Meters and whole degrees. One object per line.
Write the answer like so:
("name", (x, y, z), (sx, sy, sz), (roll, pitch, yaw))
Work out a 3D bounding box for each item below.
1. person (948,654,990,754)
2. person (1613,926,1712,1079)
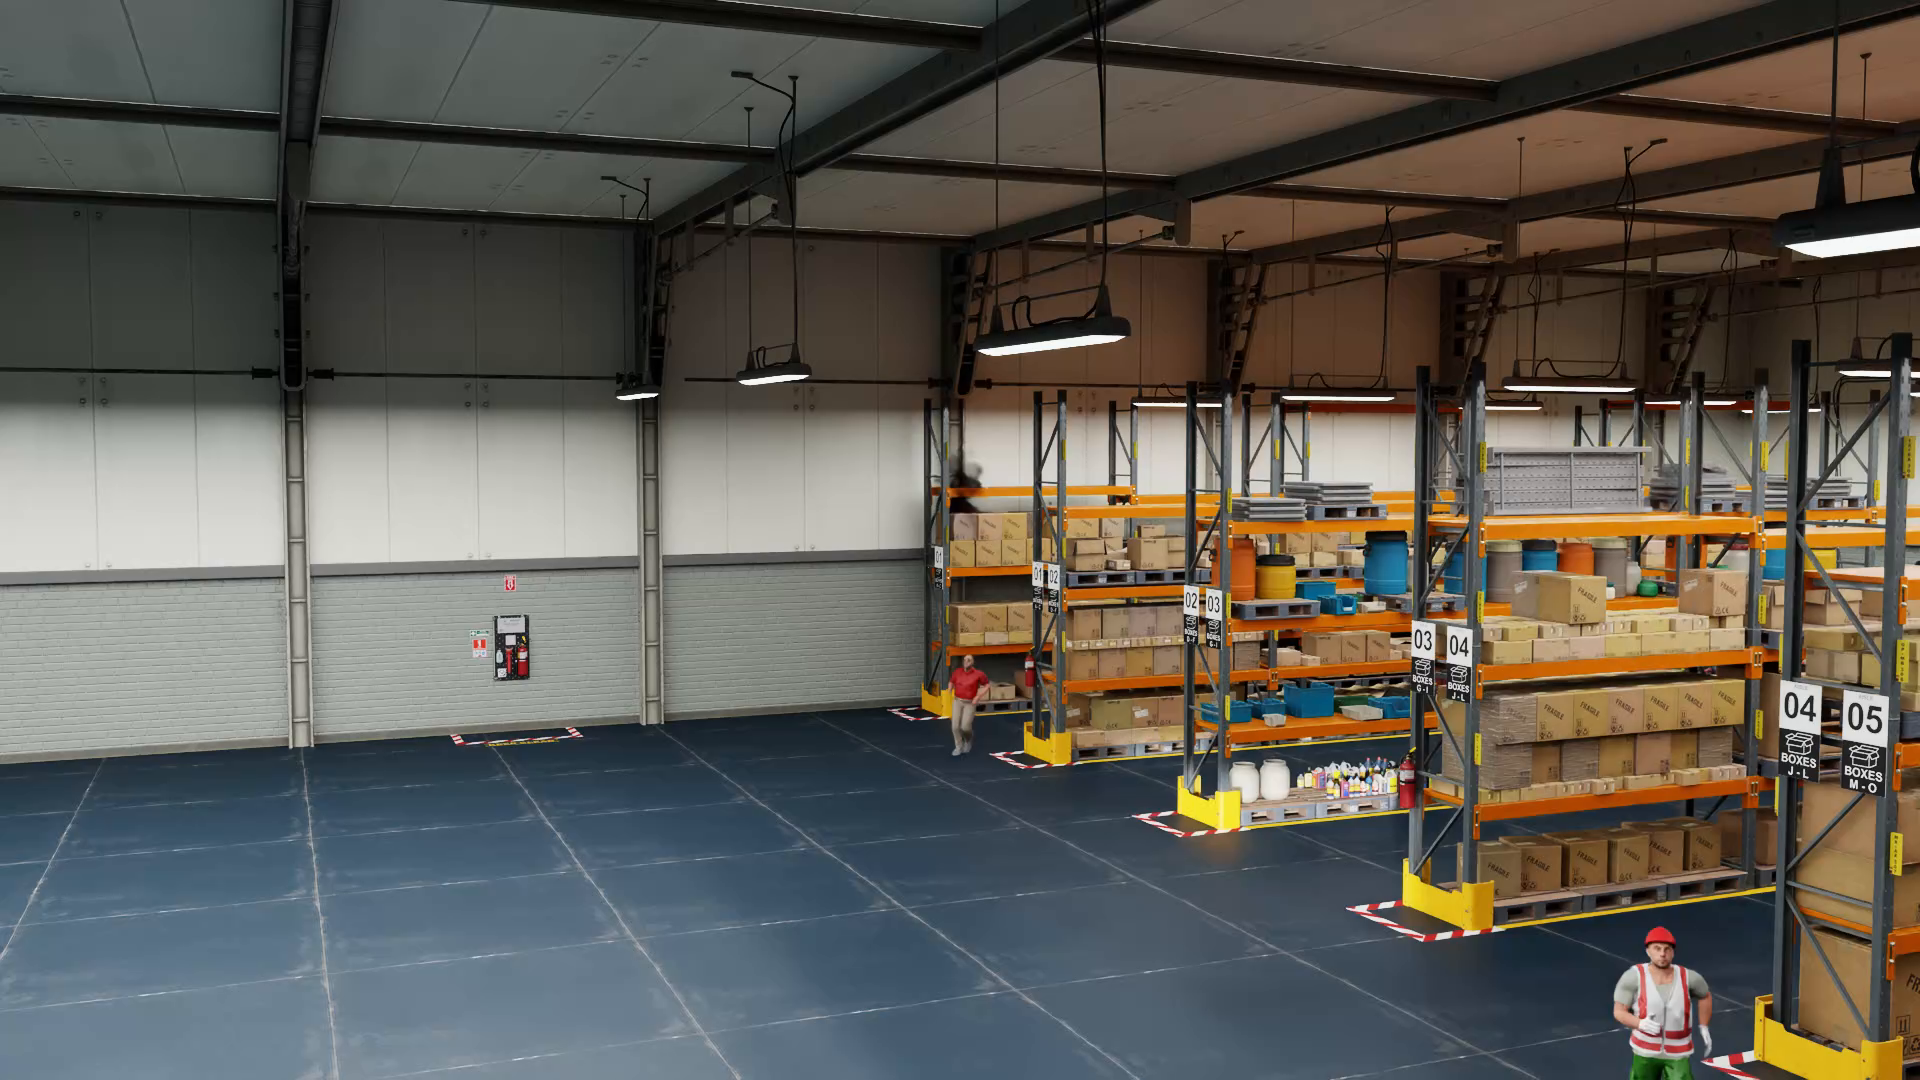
("person", (0.095, 2.713, 27.351), (0.676, 1.671, 0.620), (1, 4, 22))
("person", (4.870, 3.598, 11.525), (0.652, 1.826, 0.714), (1, 4, 19))
